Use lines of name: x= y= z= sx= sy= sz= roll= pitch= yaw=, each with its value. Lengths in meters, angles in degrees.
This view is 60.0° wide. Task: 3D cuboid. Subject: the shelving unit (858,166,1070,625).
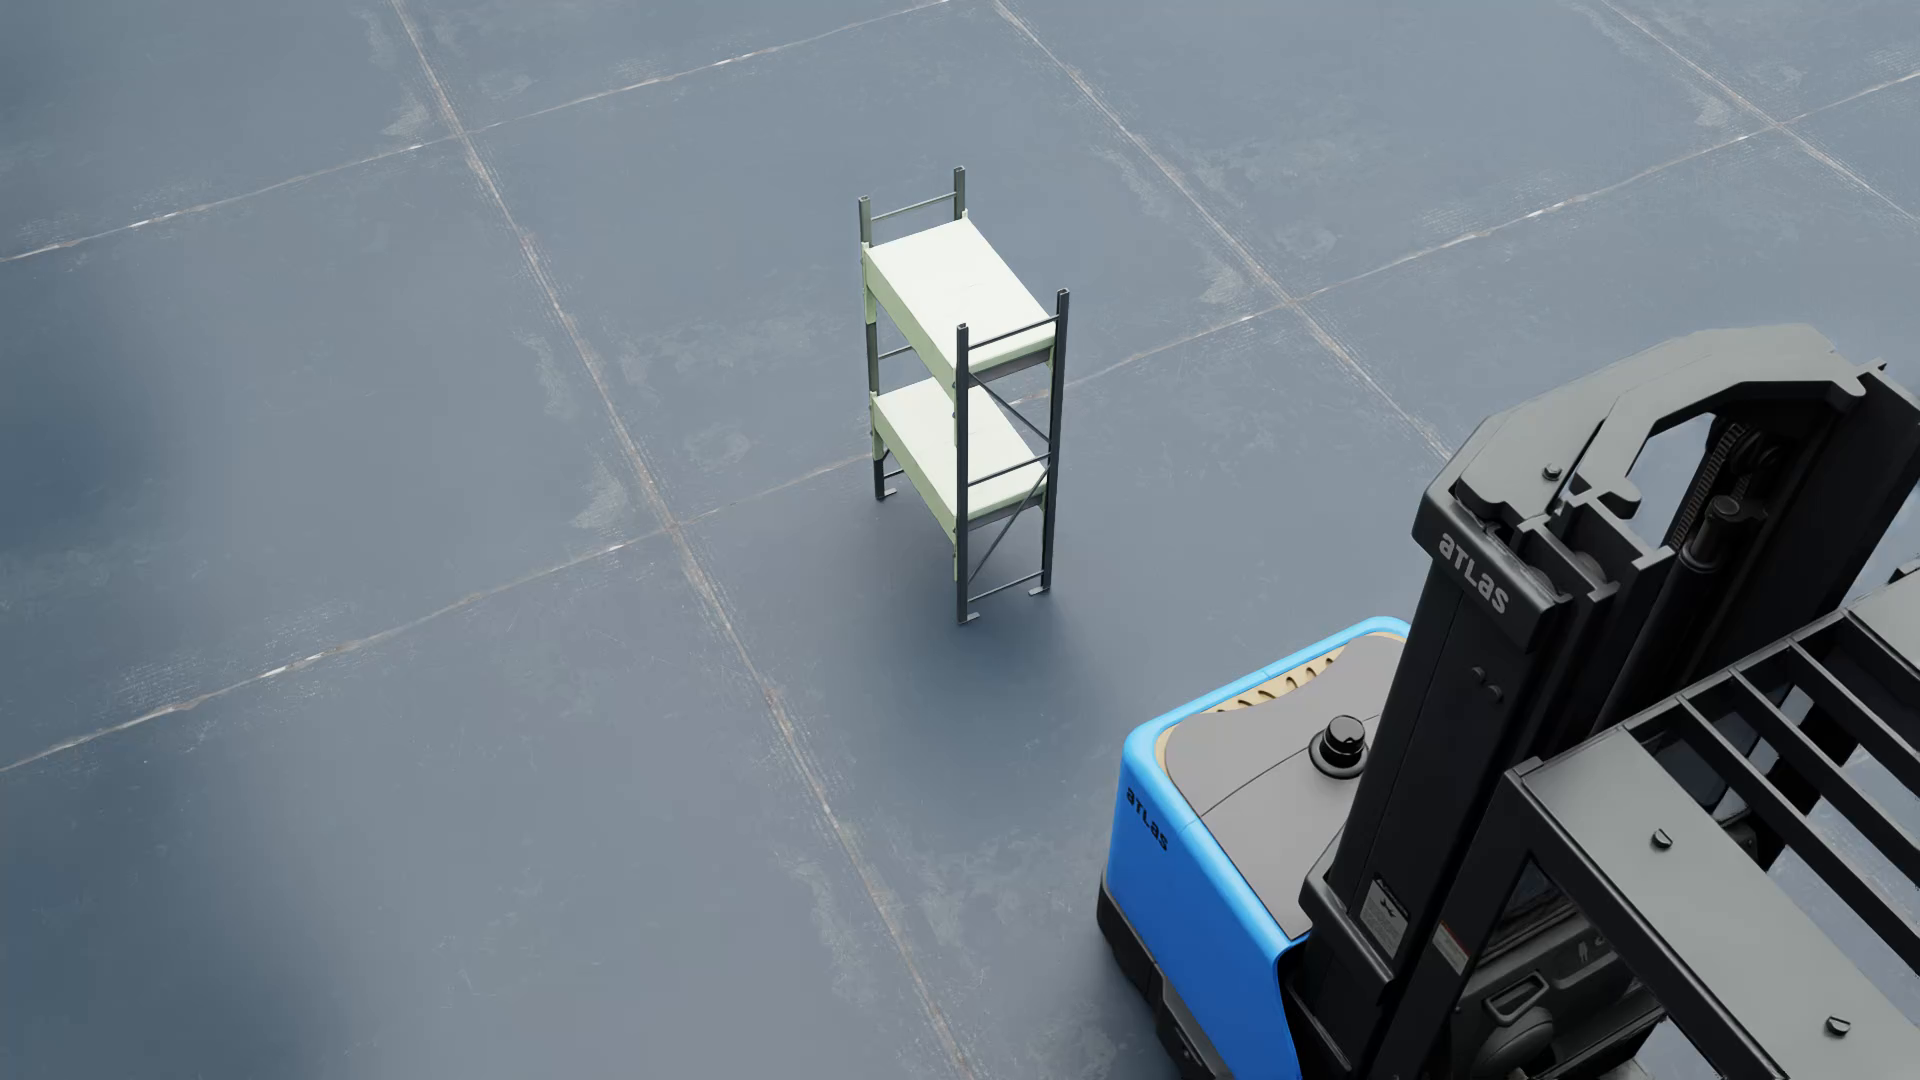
shelving unit: x=0.003 y=-0.489 z=6.074 sx=0.431 sy=1.500 sz=0.755 roll=-21 pitch=52 yaw=-18

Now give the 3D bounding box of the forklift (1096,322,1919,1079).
forklift: x=1.594 y=1.099 z=3.734 sx=1.130 sy=2.935 sz=3.031 roll=-22 pitch=52 yaw=-18

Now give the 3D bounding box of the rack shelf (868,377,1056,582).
rack shelf: x=0.003 y=-0.275 z=6.320 sx=0.431 sy=0.370 sz=0.720 roll=-21 pitch=52 yaw=-18

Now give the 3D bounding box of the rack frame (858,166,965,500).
rack frame: x=-0.164 y=-0.734 z=6.288 sx=0.400 sy=1.500 sz=0.023 roll=-21 pitch=52 yaw=-18

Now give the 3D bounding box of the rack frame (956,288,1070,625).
rack frame: x=0.171 y=-0.244 z=5.860 sx=0.400 sy=1.500 sz=0.023 roll=-21 pitch=52 yaw=-18

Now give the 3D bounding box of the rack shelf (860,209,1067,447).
rack shelf: x=0.003 y=-0.746 z=5.780 sx=0.431 sy=0.370 sz=0.720 roll=-21 pitch=52 yaw=-18
